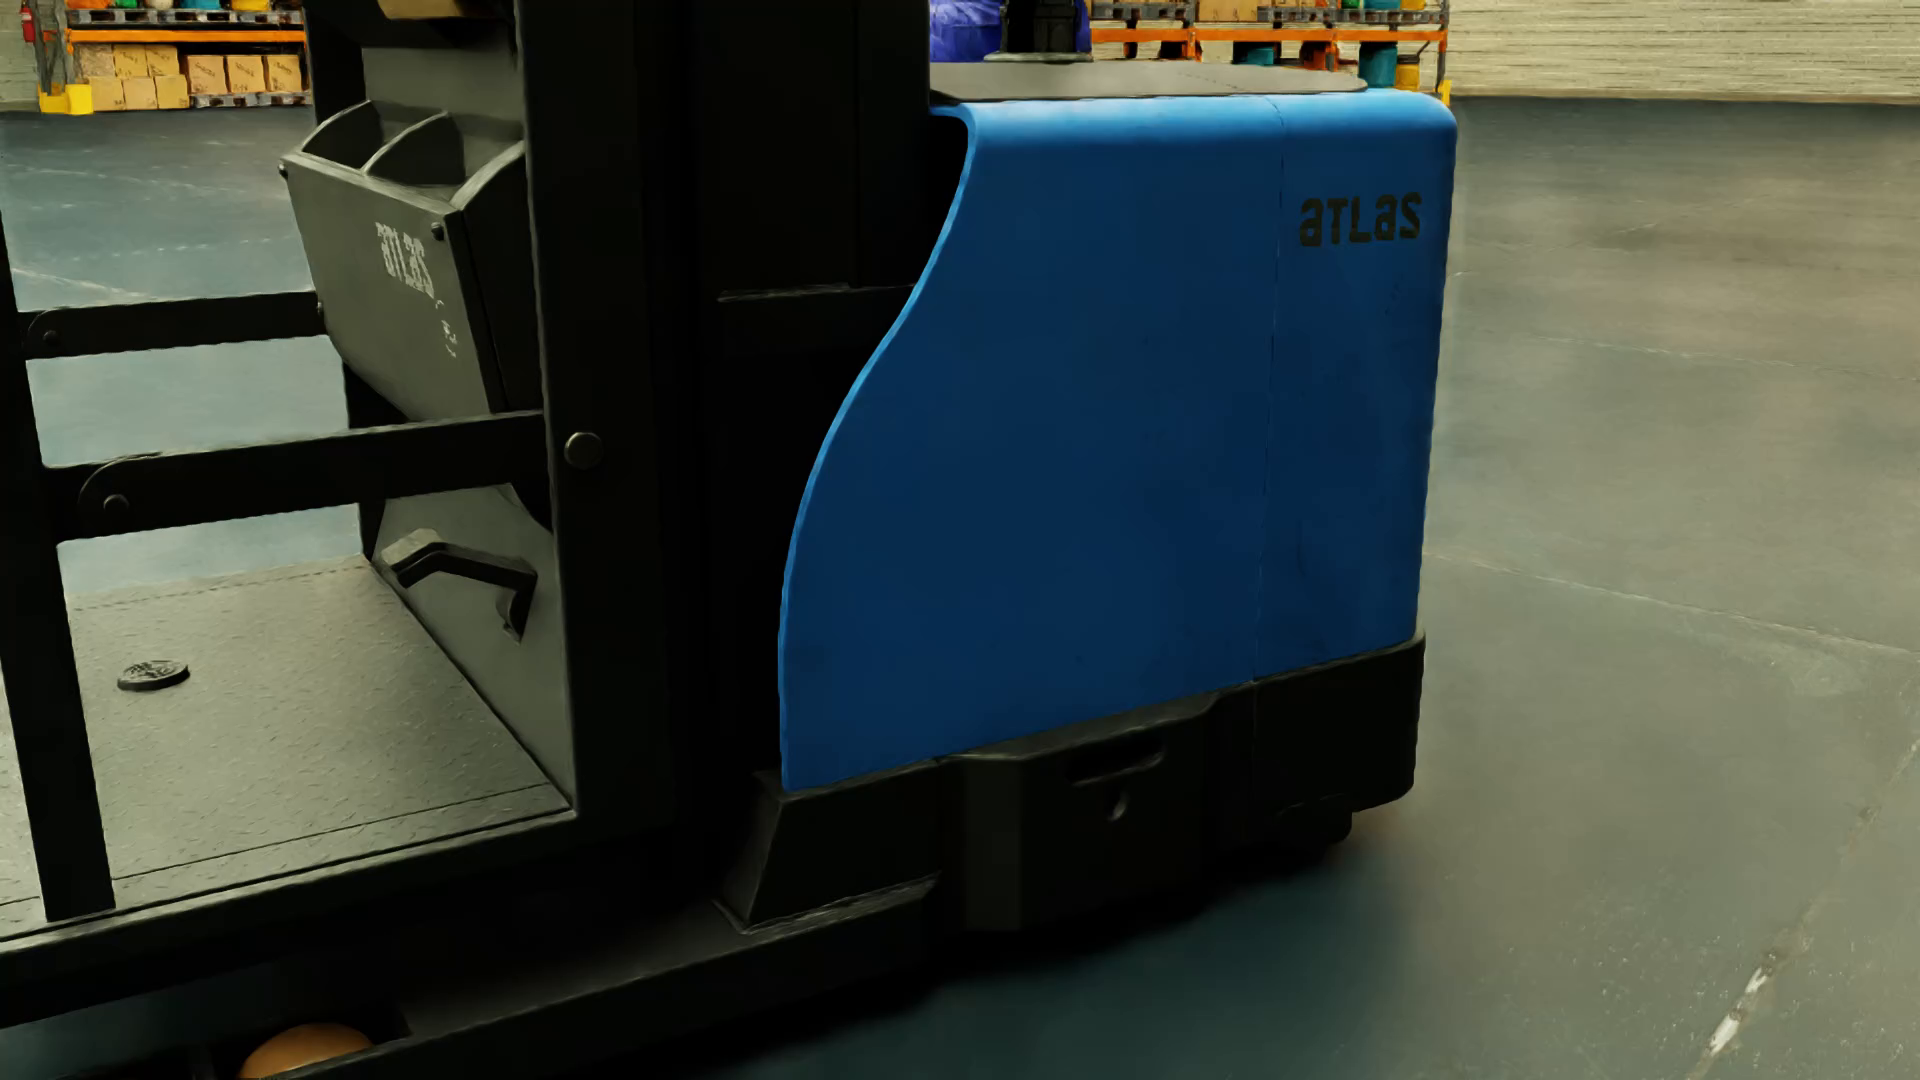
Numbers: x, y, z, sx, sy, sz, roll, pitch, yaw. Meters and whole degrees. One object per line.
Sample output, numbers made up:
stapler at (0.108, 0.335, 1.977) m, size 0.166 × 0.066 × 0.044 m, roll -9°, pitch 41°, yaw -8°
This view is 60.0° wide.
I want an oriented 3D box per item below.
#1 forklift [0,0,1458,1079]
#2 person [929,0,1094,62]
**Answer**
forklift at (-0.849, -0.874, 1.777) m, size 3.031 × 2.935 × 1.130 m, roll -10°, pitch 19°, yaw -29°
person at (-0.055, -0.740, 3.583) m, size 0.614 × 1.634 × 0.470 m, roll 12°, pitch 21°, yaw 35°
